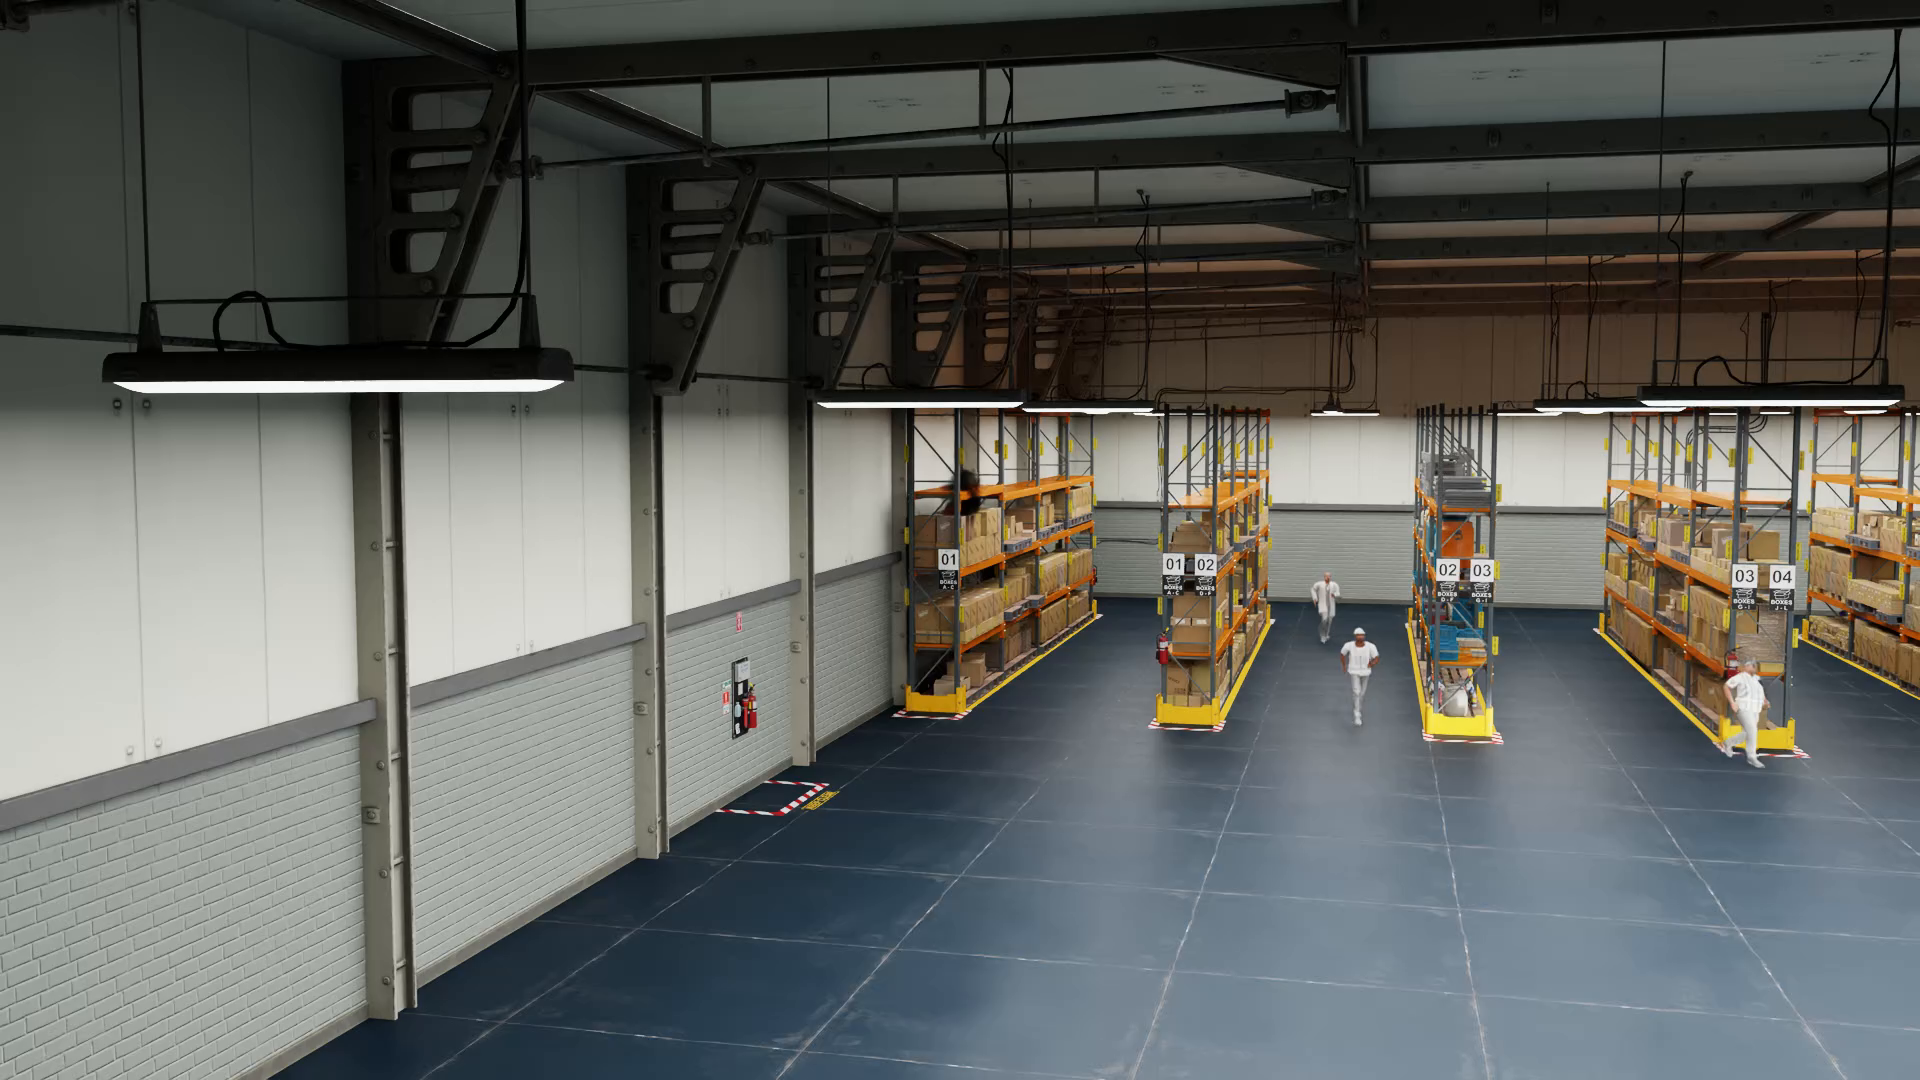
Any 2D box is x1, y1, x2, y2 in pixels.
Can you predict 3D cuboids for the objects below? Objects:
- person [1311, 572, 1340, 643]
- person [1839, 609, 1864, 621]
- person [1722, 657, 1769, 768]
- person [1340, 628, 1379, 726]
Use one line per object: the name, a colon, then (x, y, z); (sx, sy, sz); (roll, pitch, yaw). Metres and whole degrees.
person: (9.414, 1.734, 42.709); (0.670, 1.831, 0.807); (0, 4, -3)
person: (23.689, 1.723, 44.216); (0.898, 1.612, 0.628); (-3, 5, -36)
person: (13.148, 2.837, 27.682); (0.698, 1.774, 0.831); (-2, 5, -27)
person: (7.560, 2.549, 31.434); (0.690, 1.814, 0.832); (0, 4, 1)
